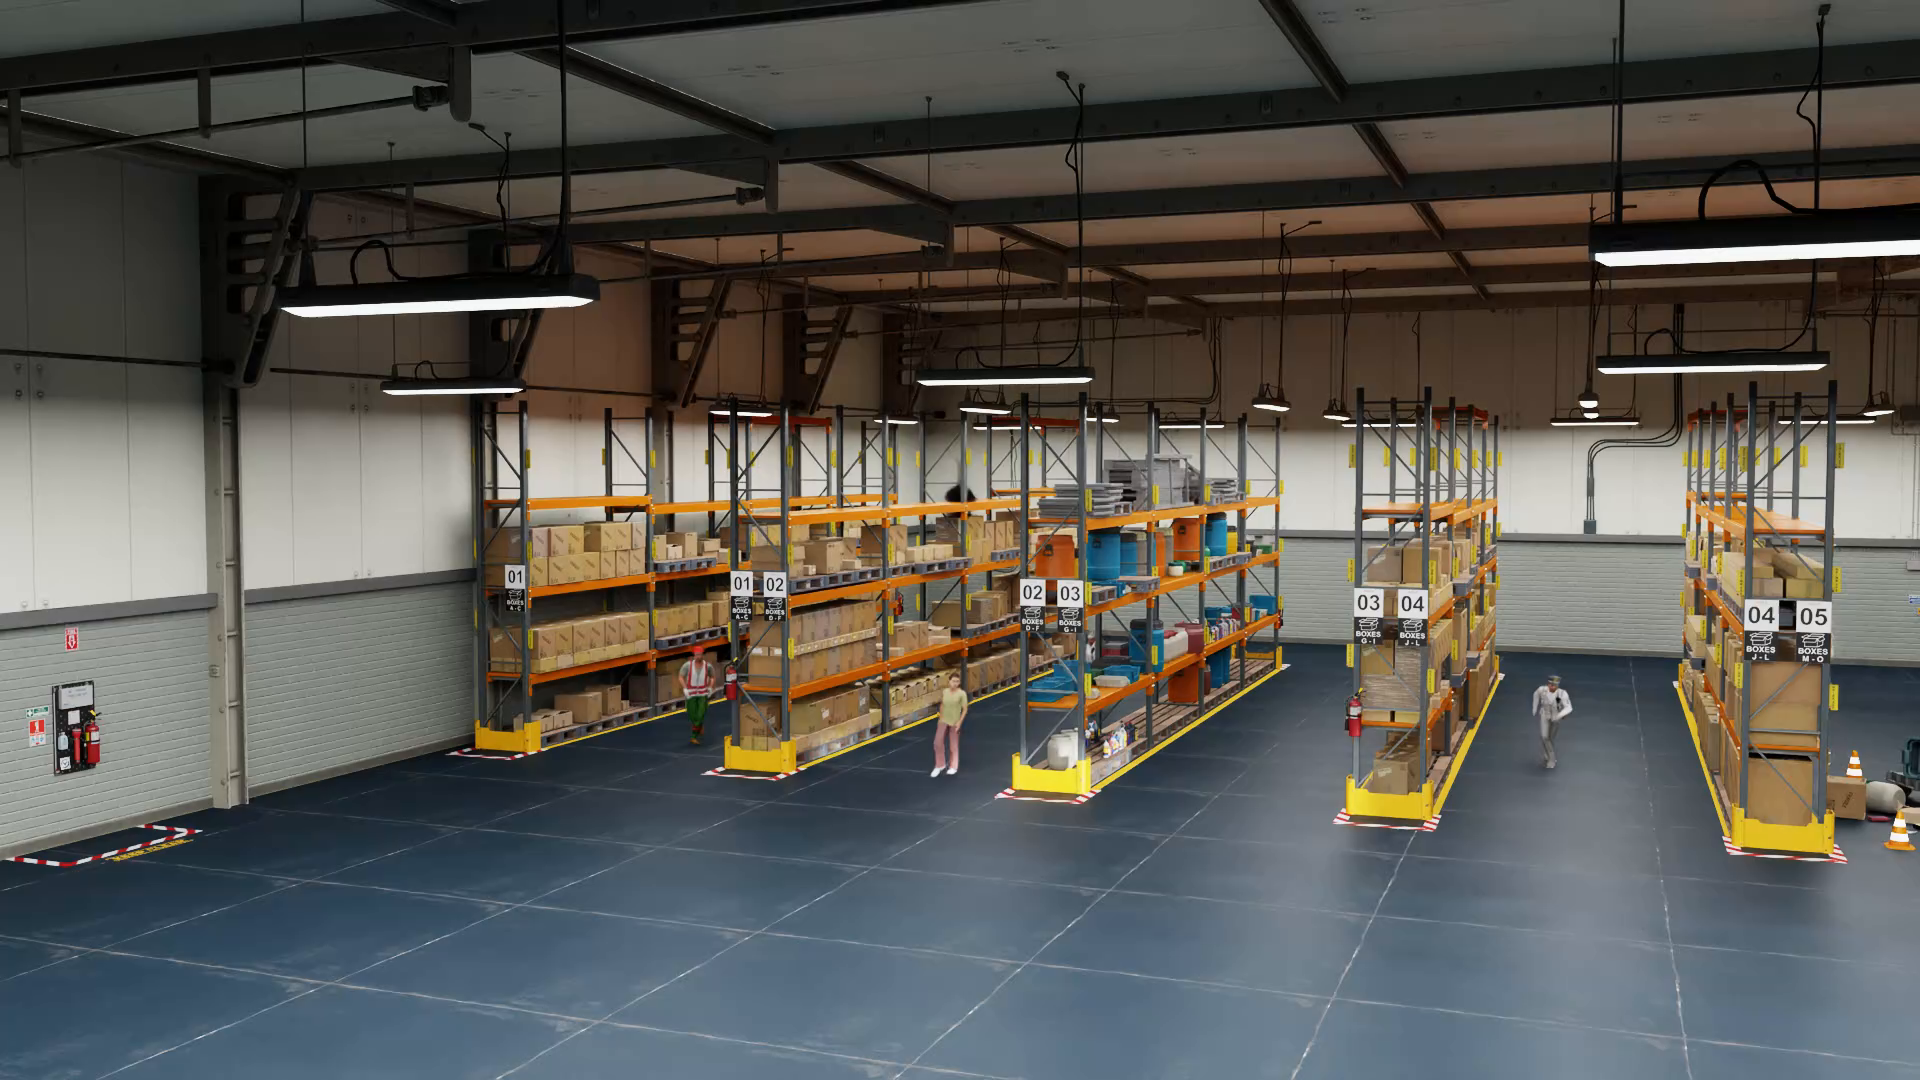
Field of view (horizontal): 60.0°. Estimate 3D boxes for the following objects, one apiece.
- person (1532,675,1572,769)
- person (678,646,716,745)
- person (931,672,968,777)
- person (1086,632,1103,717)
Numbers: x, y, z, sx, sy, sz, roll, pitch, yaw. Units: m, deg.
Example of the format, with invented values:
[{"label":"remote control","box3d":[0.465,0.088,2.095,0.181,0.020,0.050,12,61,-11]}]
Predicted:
[{"label":"person","box3d":[9.646,2.915,27.100,0.612,1.507,0.999,1,3,19]},{"label":"person","box3d":[-4.630,2.717,29.314,0.651,1.734,0.627,0,3,-8]},{"label":"person","box3d":[-0.142,2.886,26.078,0.577,1.643,0.615,1,3,16]},{"label":"person","box3d":[2.609,2.599,32.672,0.849,1.637,0.624,-2,4,-40]}]
